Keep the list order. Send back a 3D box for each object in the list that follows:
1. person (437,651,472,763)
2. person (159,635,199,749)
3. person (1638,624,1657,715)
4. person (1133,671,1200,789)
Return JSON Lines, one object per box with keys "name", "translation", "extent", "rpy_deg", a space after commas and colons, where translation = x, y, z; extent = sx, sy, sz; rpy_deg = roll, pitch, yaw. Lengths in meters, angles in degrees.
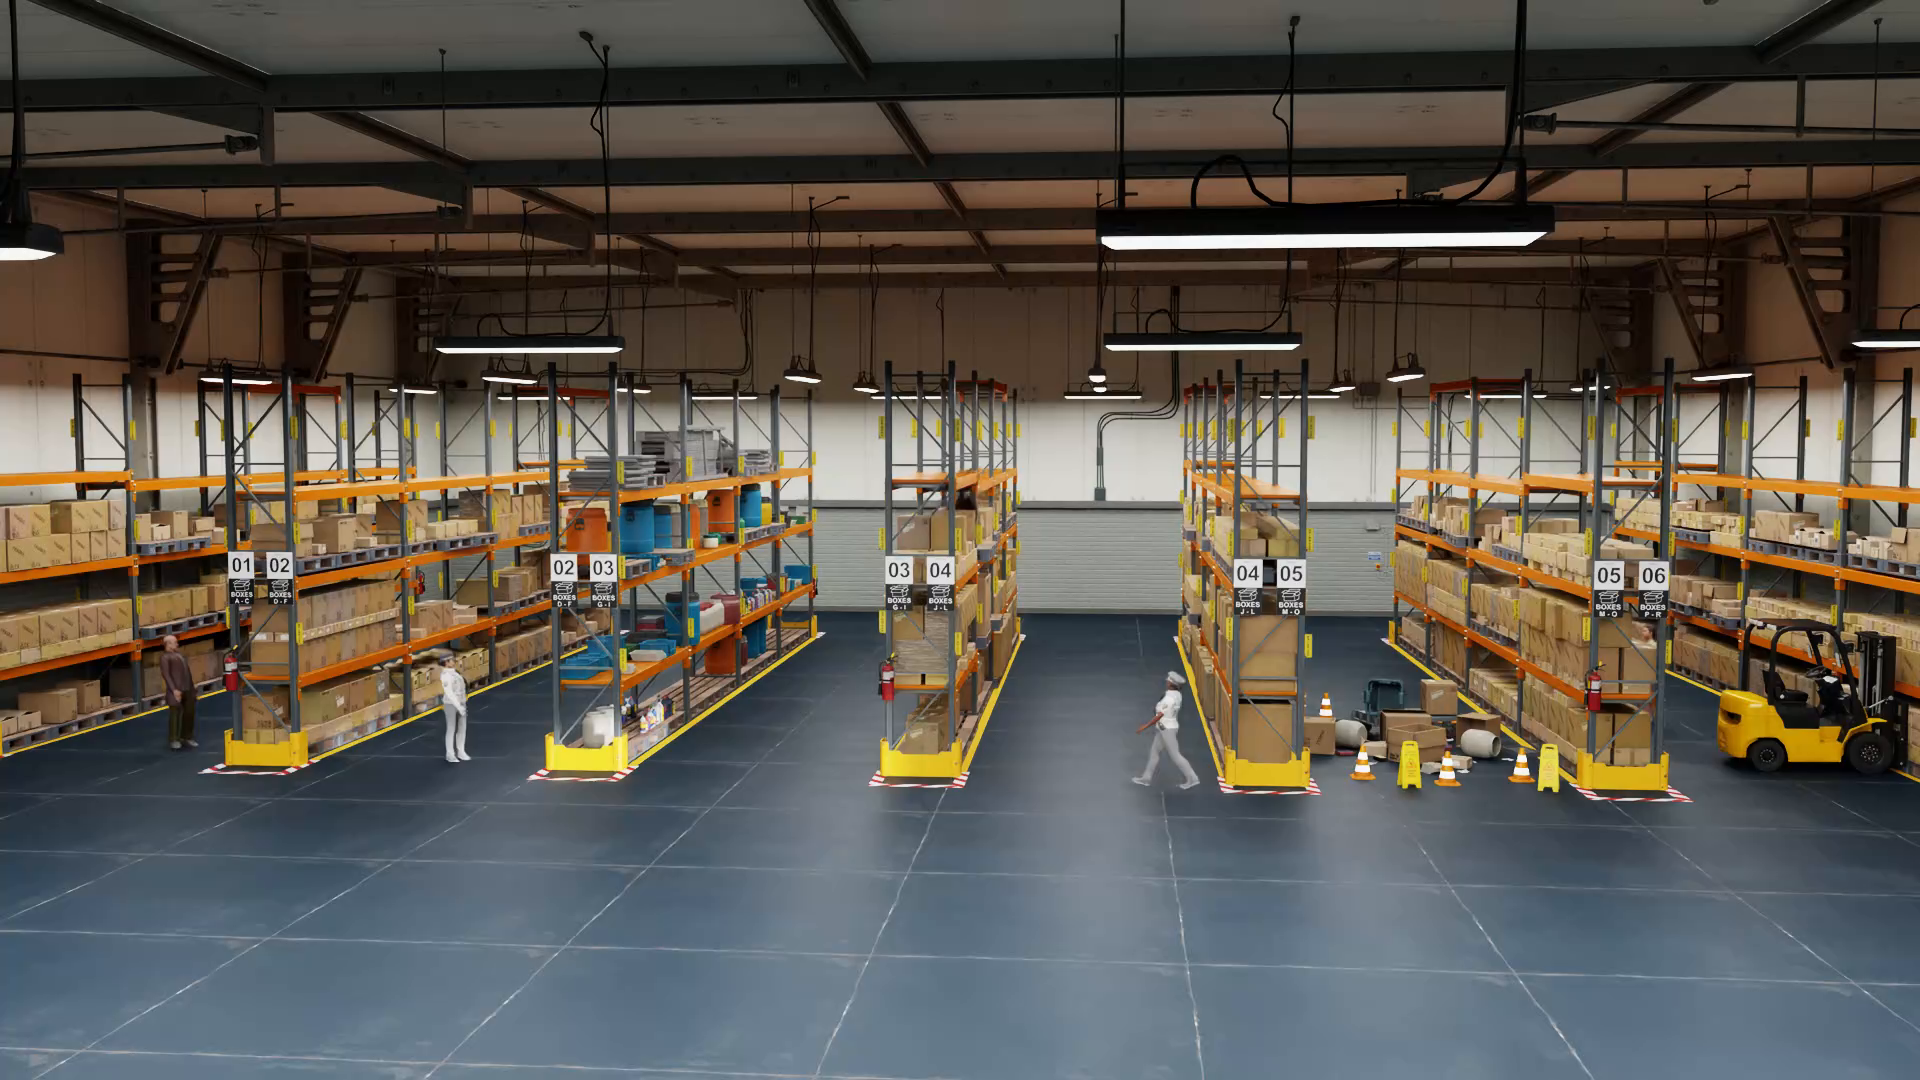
{"name": "person", "translation": [-7.613, 2.528, 25.156], "extent": [0.553, 1.714, 0.543], "rpy_deg": [2, 4, 24]}
{"name": "person", "translation": [-12.305, 2.413, 26.262], "extent": [0.594, 1.827, 0.669], "rpy_deg": [2, 4, 27]}
{"name": "person", "translation": [11.792, 2.295, 28.630], "extent": [0.389, 1.683, 0.548], "rpy_deg": [3, 5, 39]}
{"name": "person", "translation": [2.879, 2.649, 23.242], "extent": [0.997, 1.634, 0.506], "rpy_deg": [1, 4, 21]}
